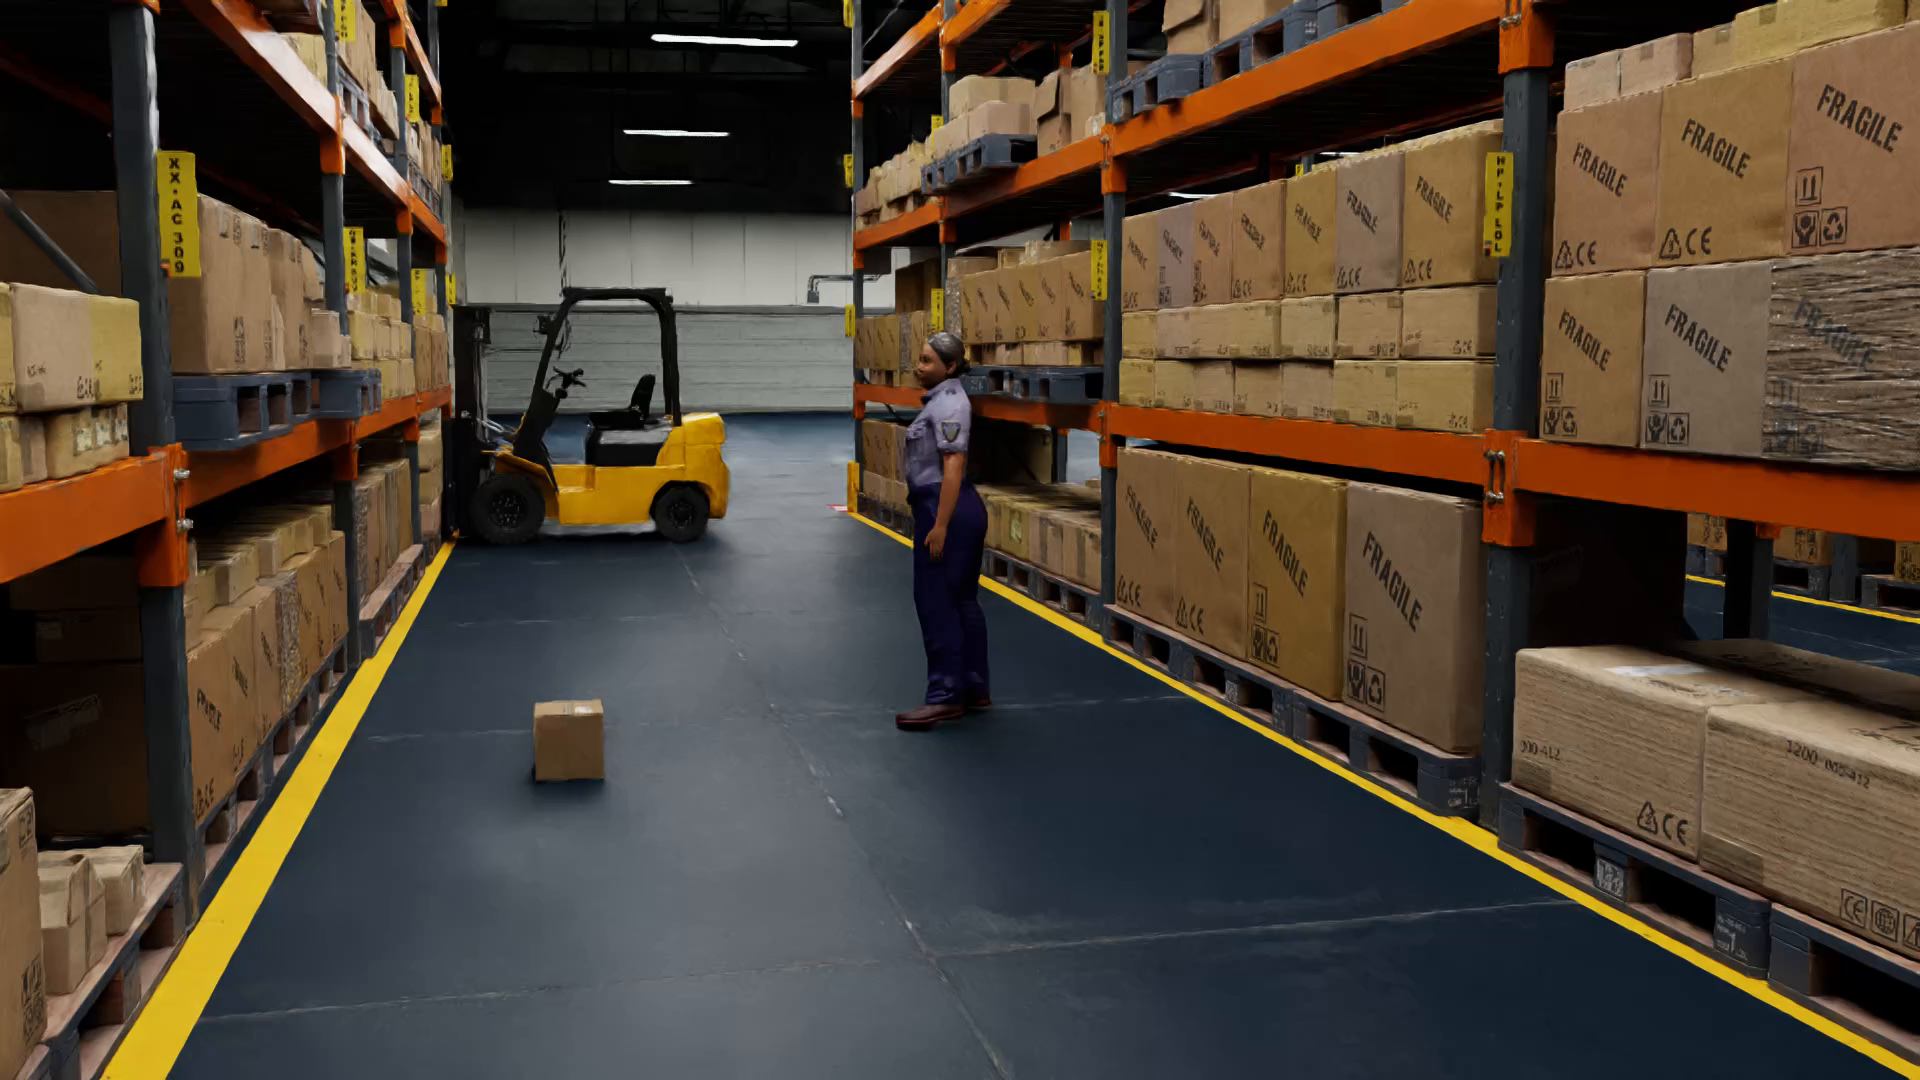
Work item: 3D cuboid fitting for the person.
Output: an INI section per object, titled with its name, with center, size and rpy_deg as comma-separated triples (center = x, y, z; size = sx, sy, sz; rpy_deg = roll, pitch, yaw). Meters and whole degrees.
[person]
center = -0.064, -0.062, 7.161
size = 0.383, 1.660, 0.566
rpy_deg = 1, 6, 5
